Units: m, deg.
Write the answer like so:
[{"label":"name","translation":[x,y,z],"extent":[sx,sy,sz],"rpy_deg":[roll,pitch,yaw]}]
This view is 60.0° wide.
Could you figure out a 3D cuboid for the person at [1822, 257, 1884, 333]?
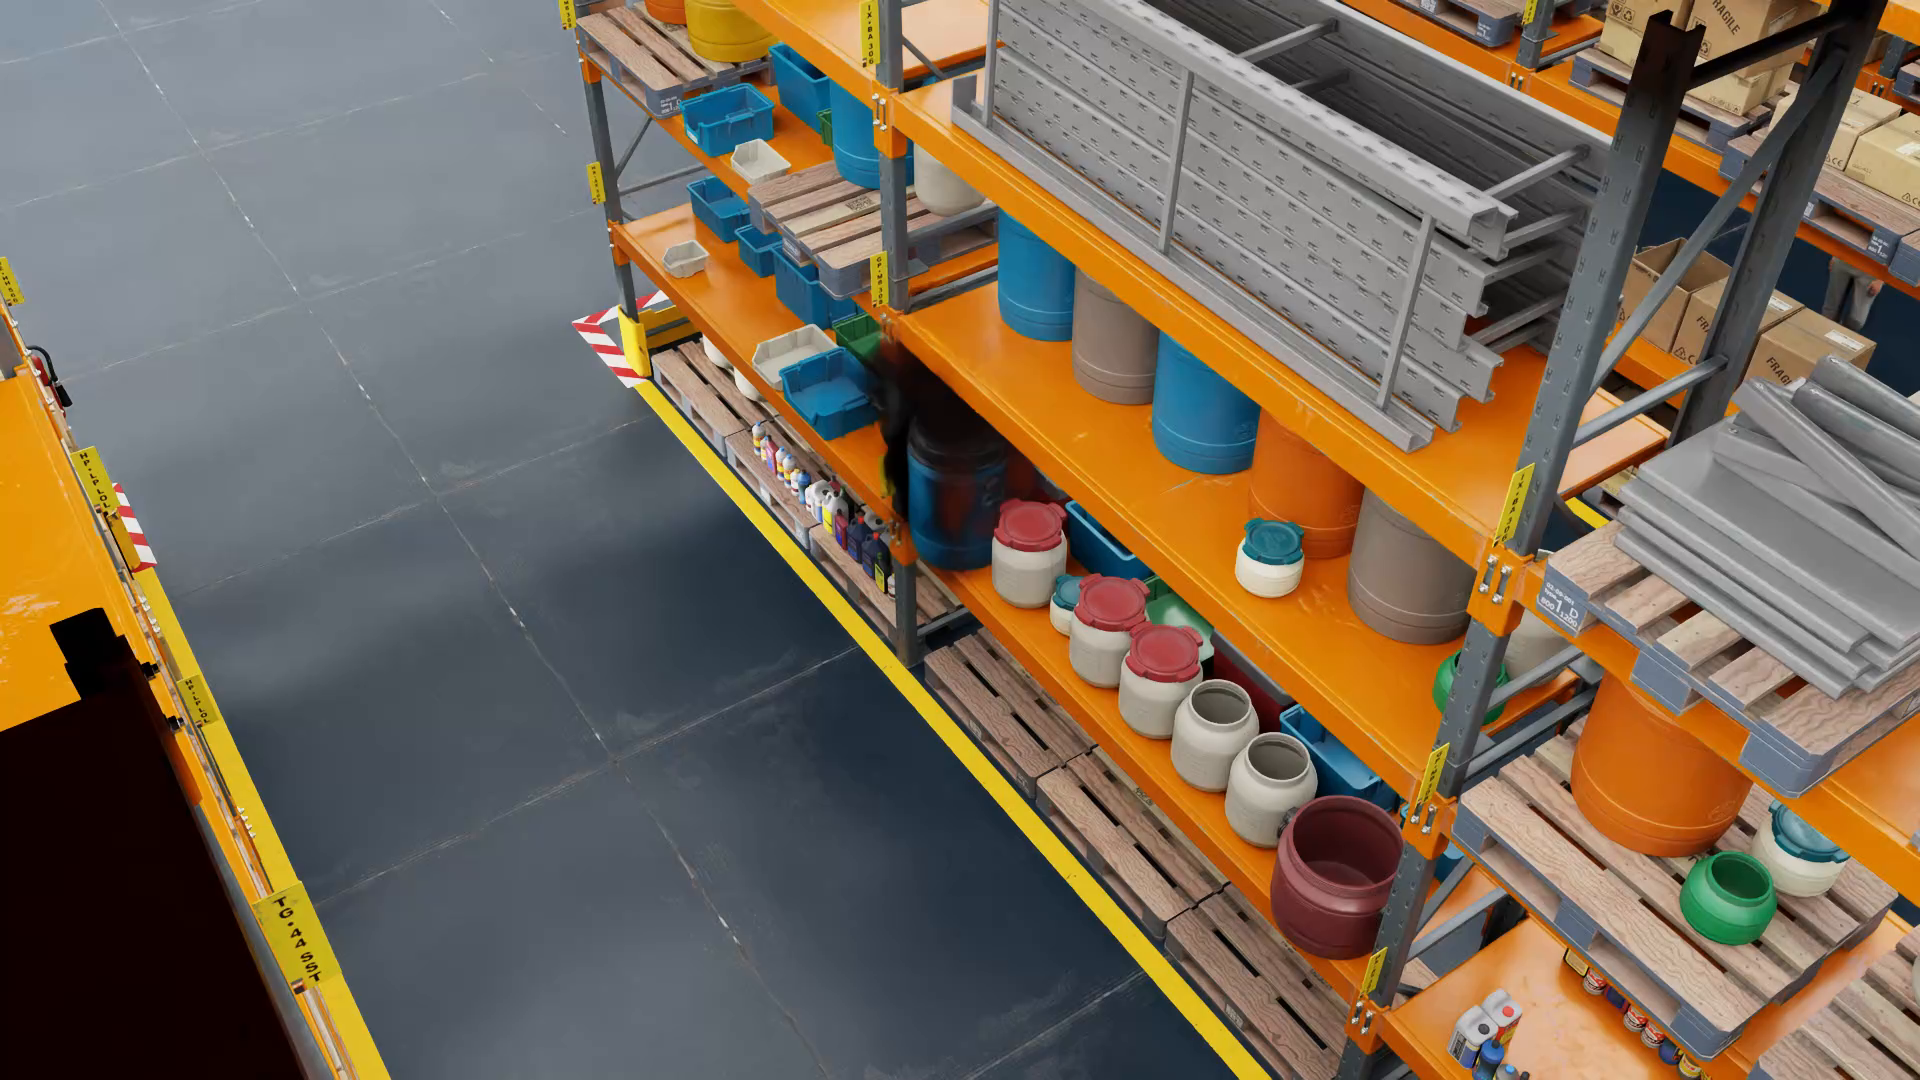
[{"label":"person","translation":[6.914,-2.082,12.776],"extent":[0.464,1.679,0.435],"rpy_deg":[32,51,30]}]
